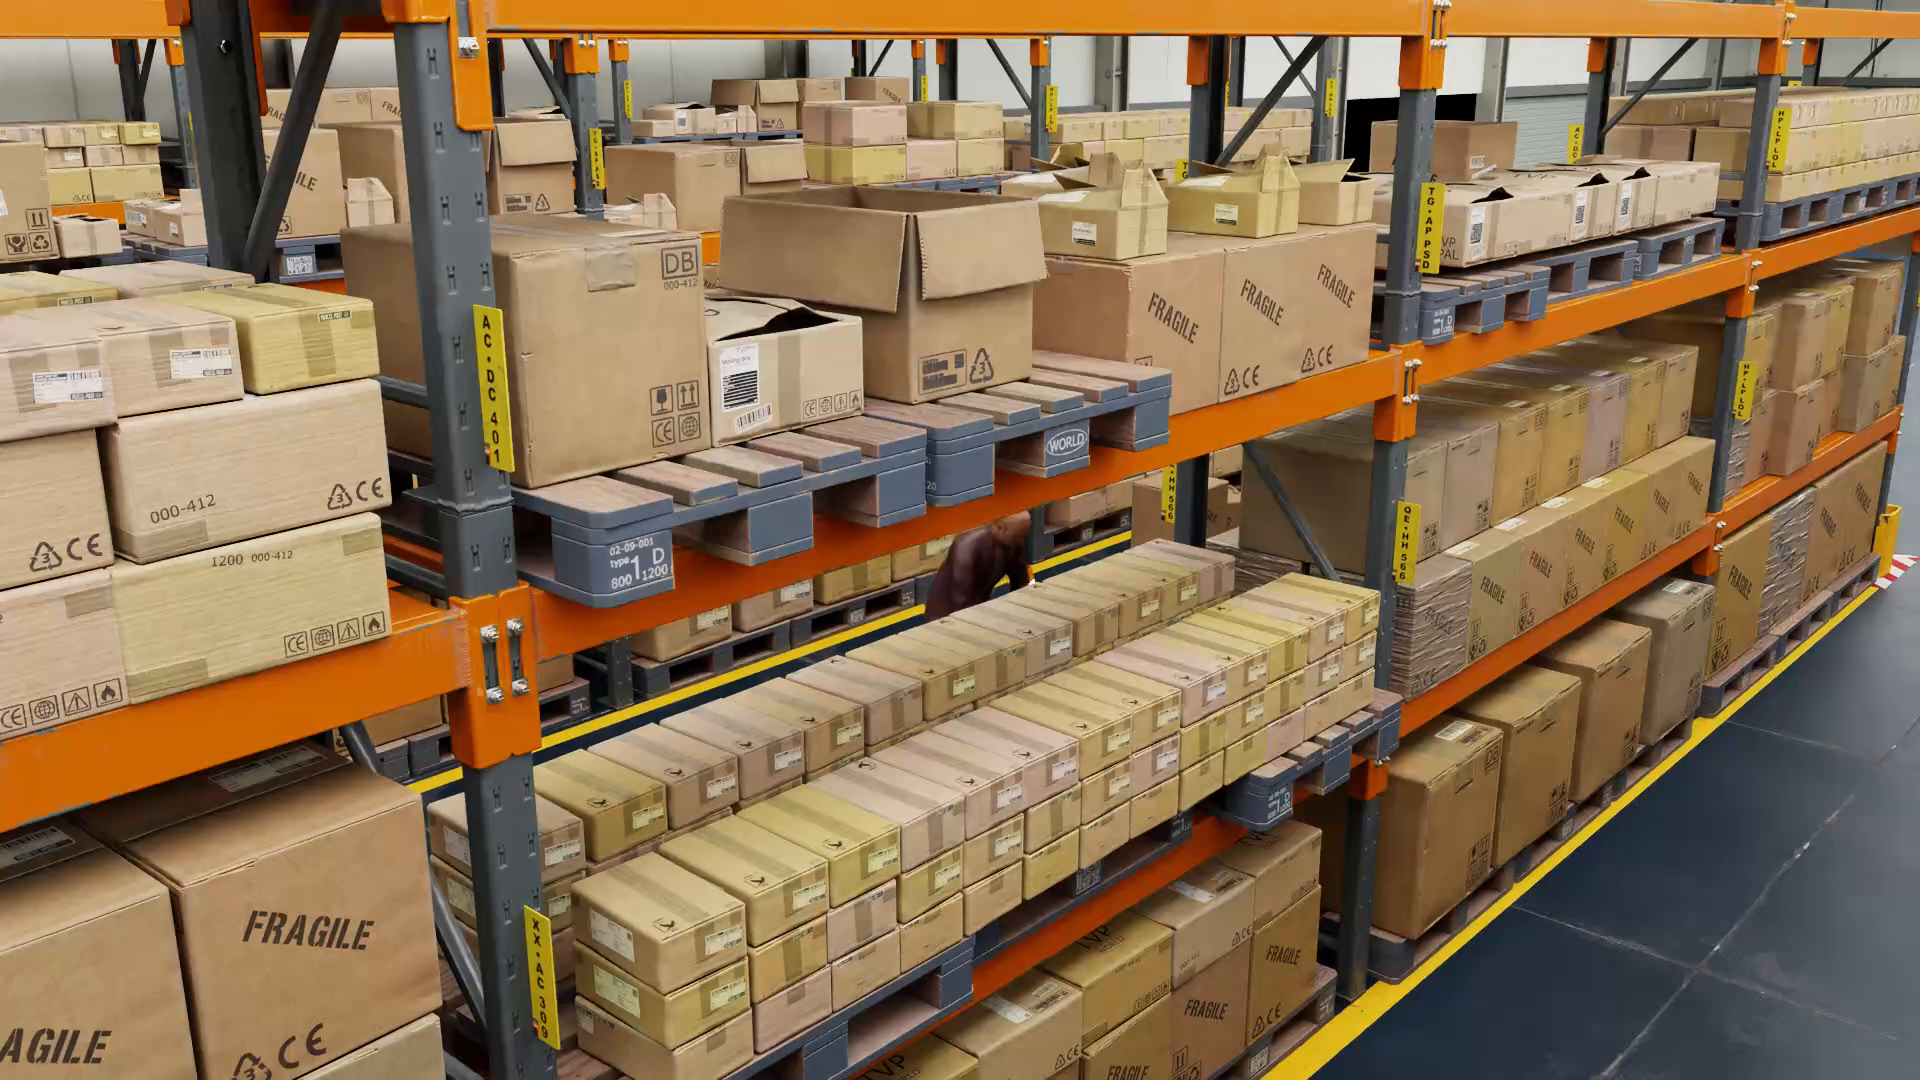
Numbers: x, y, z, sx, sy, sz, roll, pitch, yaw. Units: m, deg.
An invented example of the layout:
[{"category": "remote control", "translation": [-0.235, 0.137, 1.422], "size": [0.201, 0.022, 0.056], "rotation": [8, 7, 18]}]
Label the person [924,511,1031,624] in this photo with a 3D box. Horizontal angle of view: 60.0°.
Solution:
[{"category": "person", "translation": [0.124, 0.493, 9.360], "size": [0.636, 1.531, 0.627], "rotation": [15, 22, 40]}]
